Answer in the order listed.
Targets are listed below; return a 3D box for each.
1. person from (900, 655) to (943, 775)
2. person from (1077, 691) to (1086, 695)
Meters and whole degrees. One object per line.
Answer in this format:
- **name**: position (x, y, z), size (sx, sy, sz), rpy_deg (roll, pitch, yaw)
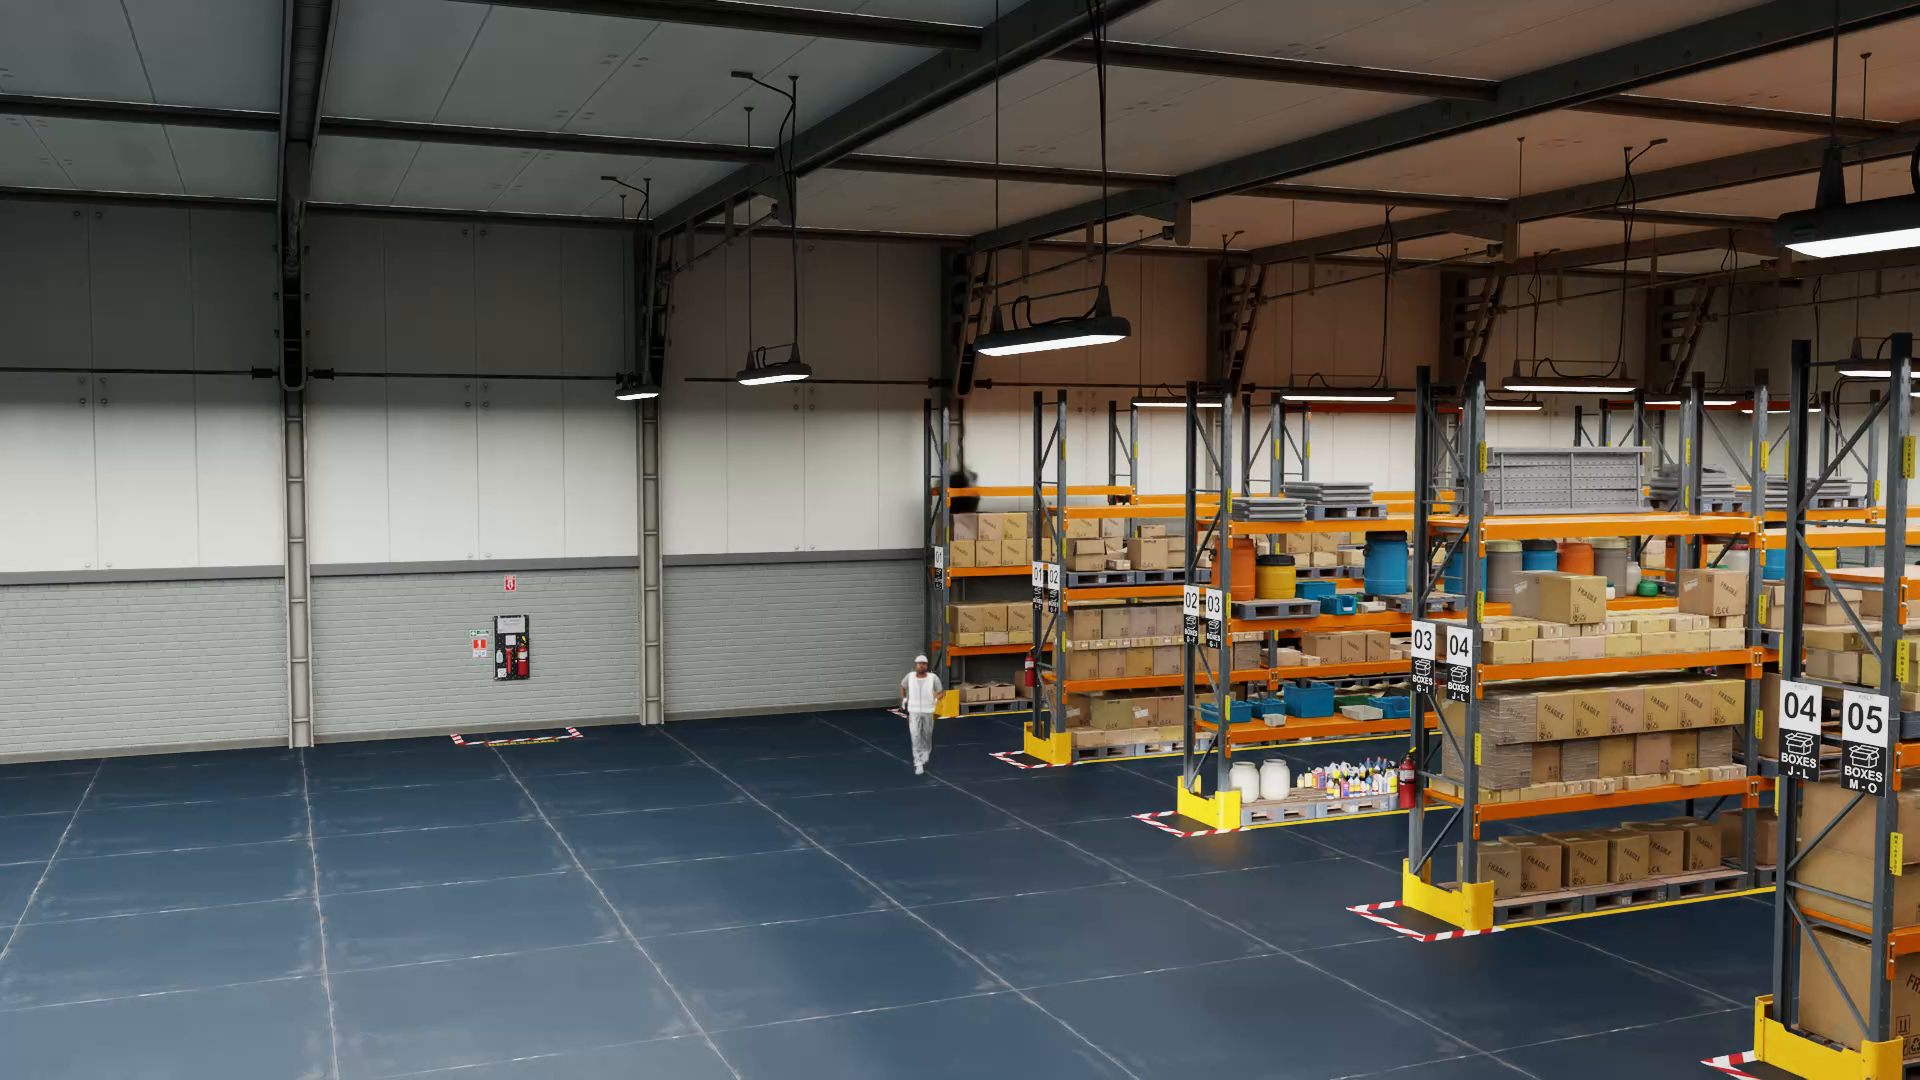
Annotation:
- **person**: position (-0.598, 2.664, 25.695), size (0.682, 1.782, 0.938), rpy_deg (0, 3, 0)
- **person**: position (1.971, 2.299, 29.583), size (0.727, 1.765, 0.605), rpy_deg (-2, 4, -34)
